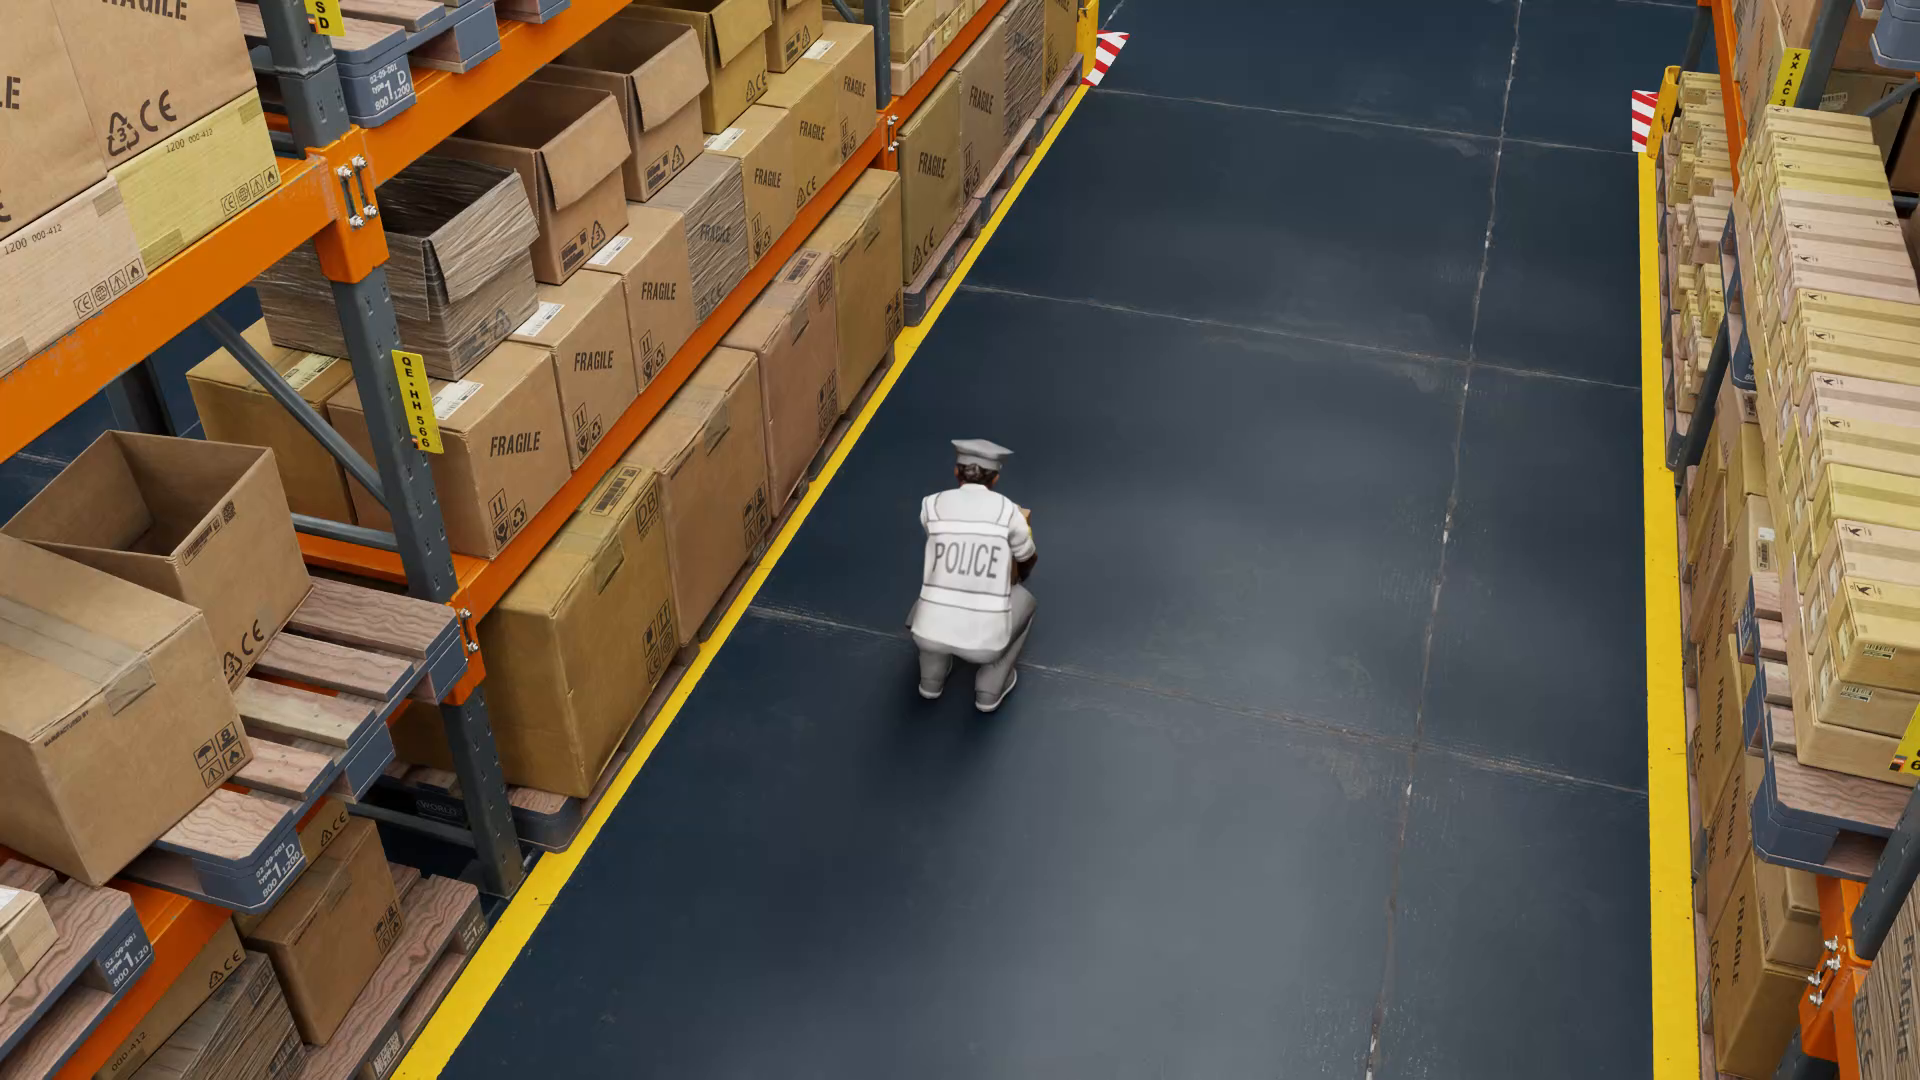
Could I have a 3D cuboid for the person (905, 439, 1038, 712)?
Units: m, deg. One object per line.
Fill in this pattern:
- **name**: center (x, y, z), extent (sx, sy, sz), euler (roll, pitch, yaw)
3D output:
- **person**: center (0.065, 0.117, 6.595), extent (0.473, 0.957, 0.875), euler (10, 38, 13)
